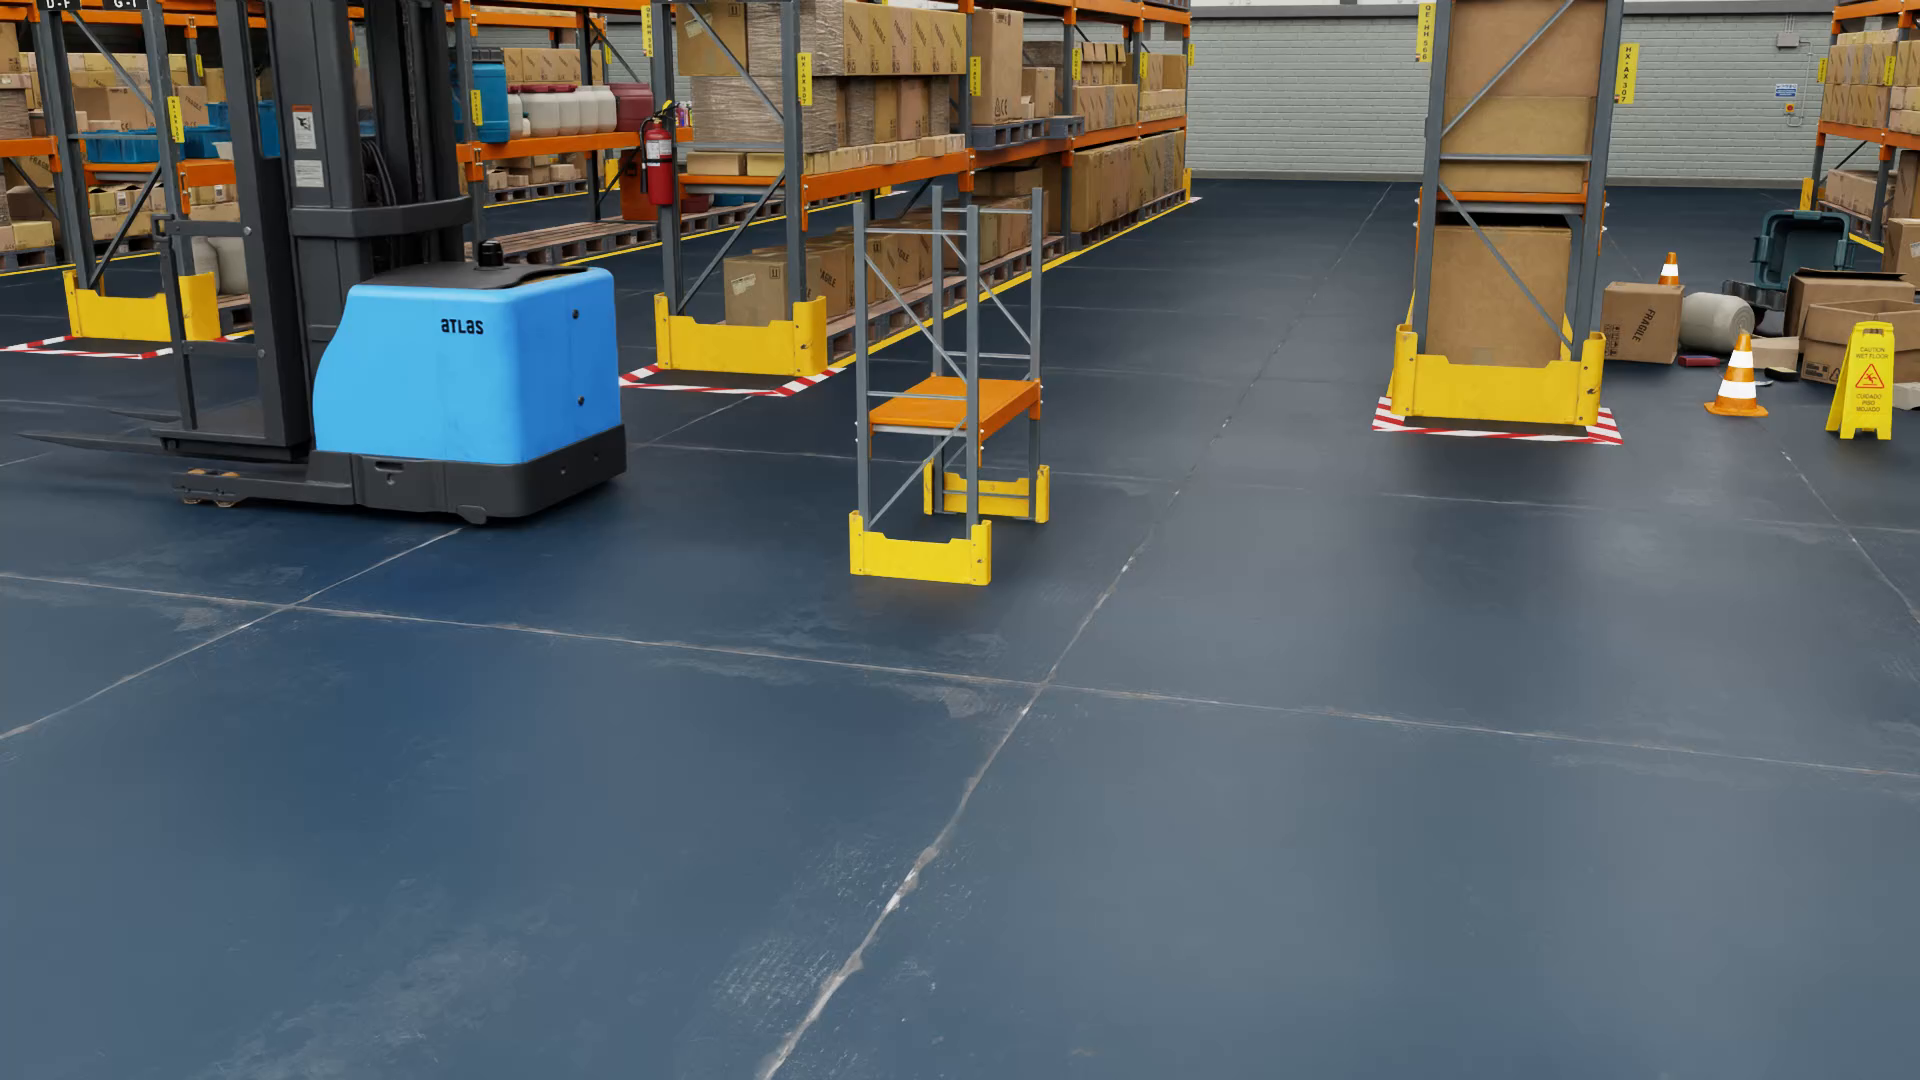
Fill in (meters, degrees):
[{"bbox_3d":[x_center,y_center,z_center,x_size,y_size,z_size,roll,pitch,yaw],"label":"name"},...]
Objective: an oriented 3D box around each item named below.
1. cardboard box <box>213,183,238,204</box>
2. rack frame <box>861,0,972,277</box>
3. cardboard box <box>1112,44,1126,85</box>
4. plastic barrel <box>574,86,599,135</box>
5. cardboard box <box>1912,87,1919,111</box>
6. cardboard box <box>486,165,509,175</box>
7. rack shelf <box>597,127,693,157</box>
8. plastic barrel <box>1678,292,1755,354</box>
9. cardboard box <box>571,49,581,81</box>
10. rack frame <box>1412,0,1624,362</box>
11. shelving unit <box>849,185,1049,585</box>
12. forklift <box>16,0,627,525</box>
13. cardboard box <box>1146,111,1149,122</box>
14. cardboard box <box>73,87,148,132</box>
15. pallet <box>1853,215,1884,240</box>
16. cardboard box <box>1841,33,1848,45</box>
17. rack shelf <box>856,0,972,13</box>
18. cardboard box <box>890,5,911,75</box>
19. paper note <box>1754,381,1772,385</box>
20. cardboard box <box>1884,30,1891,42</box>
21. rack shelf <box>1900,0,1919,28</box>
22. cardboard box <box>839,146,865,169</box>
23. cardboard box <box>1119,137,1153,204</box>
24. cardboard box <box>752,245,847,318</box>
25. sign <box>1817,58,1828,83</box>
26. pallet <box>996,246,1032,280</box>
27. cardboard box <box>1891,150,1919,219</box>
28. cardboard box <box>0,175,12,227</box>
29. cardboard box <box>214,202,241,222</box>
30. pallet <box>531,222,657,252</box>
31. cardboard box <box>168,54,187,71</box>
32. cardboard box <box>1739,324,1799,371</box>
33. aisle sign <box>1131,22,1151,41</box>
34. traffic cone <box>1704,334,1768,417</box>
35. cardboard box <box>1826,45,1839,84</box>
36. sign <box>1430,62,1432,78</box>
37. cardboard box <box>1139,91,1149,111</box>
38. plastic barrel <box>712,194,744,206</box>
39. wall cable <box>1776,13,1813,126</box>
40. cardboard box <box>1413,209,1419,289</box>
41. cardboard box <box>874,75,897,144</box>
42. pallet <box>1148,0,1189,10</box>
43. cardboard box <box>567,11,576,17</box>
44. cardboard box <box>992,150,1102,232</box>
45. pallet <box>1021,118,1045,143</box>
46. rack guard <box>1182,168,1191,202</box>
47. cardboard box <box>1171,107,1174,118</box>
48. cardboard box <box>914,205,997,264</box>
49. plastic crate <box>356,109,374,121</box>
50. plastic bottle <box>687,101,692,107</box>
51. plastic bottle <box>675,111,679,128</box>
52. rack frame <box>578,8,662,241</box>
[{"bbox_3d":[-8.953,-4.197,19.873,0.500,0.311,0.500,5,16,16],"label":"cardboard box"},{"bbox_3d":[-0.392,-3.657,14.726,1.000,3.000,0.127,5,16,16],"label":"rack frame"},{"bbox_3d":[1.708,-6.113,21.363,0.797,0.503,0.637,4,16,14],"label":"cardboard box"},{"bbox_3d":[-4.211,-4.746,18.359,0.421,0.512,0.421,0,16,0],"label":"plastic barrel"},{"bbox_3d":[10.697,-4.788,18.073,0.500,0.250,0.500,5,17,17],"label":"cardboard box"},{"bbox_3d":[-7.512,-5.805,26.419,0.500,0.311,0.500,5,16,16],"label":"cardboard box"},{"bbox_3d":[-3.436,-5.265,21.713,1.077,0.370,4.000,5,16,16],"label":"rack shelf"},{"bbox_3d":[5.483,-1.591,12.163,0.421,0.421,0.512,-10,19,-32],"label":"plastic barrel"},{"bbox_3d":[-6.484,-7.825,27.405,0.500,0.500,0.500,5,17,17],"label":"cardboard box"},{"bbox_3d":[3.198,-2.200,9.587,1.000,3.000,0.127,5,16,16],"label":"rack frame"},{"bbox_3d":[-0.022,-0.702,7.054,0.587,1.500,1.083,5,16,16],"label":"shelving unit"},{"bbox_3d":[-3.234,-1.694,7.931,3.031,2.935,1.130,5,17,17],"label":"forklift"},{"bbox_3d":[2.359,-5.750,22.564,0.380,0.149,0.250,4,16,14],"label":"cardboard box"},{"bbox_3d":[-9.505,-4.812,18.614,0.500,0.500,0.500,6,17,20],"label":"cardboard box"},{"bbox_3d":[11.674,-3.833,20.456,1.003,0.211,1.213,5,16,16],"label":"pallet"},{"bbox_3d":[11.963,-6.665,22.126,0.380,0.149,0.250,5,17,18],"label":"cardboard box"},{"bbox_3d":[-0.961,-4.231,12.570,1.077,0.370,4.000,5,16,16],"label":"rack shelf"},{"bbox_3d":[-0.686,-3.798,12.663,0.500,0.500,0.500,5,16,16],"label":"cardboard box"},{"bbox_3d":[5.259,-1.038,10.937,0.144,0.017,0.142,11,19,35],"label":"paper note"},{"bbox_3d":[11.479,-6.121,20.208,0.380,0.149,0.250,4,16,15],"label":"cardboard box"},{"bbox_3d":[10.814,-5.555,17.240,1.077,0.370,4.000,5,16,16],"label":"rack shelf"},{"bbox_3d":[-0.916,-2.806,12.186,0.380,0.149,0.250,5,16,16],"label":"cardboard box"},{"bbox_3d":[2.146,-5.097,22.925,0.875,0.875,0.875,5,16,16],"label":"cardboard box"},{"bbox_3d":[-1.198,-1.931,12.453,0.500,0.500,0.500,10,18,30],"label":"cardboard box"},{"bbox_3d":[11.989,-6.527,23.114,0.100,0.325,0.005,5,16,16],"label":"sign"},{"bbox_3d":[0.172,-2.840,16.954,1.003,0.211,1.213,5,16,16],"label":"pallet"},{"bbox_3d":[11.283,-3.993,19.035,0.875,0.875,0.875,5,17,18],"label":"cardboard box"},{"bbox_3d":[-9.964,-3.398,16.708,0.500,0.500,0.500,5,16,16],"label":"cardboard box"},{"bbox_3d":[-8.957,-3.929,19.954,0.500,0.250,0.500,5,17,17],"label":"cardboard box"},{"bbox_3d":[-4.262,-3.547,19.447,1.003,0.211,1.213,5,16,16],"label":"pallet"},{"bbox_3d":[-12.254,-7.322,25.508,0.500,0.250,0.500,5,17,17],"label":"cardboard box"},{"bbox_3d":[5.612,-1.338,11.561,0.396,0.266,0.258,8,18,25],"label":"cardboard box"},{"bbox_3d":[2.751,-8.089,25.589,0.394,0.787,0.004,5,16,16],"label":"aisle sign"},{"bbox_3d":[4.710,-1.008,10.035,0.336,0.463,0.334,5,16,16],"label":"traffic cone"},{"bbox_3d":[12.110,-6.454,22.571,0.500,0.500,0.500,4,16,15],"label":"cardboard box"},{"bbox_3d":[3.812,-3.805,13.269,0.100,0.325,0.005,5,16,16],"label":"sign"},{"bbox_3d":[2.266,-5.924,22.447,0.500,0.250,0.500,4,16,15],"label":"cardboard box"},{"bbox_3d":[-3.240,-5.001,22.538,0.600,0.901,0.708,5,16,16],"label":"plastic barrel"},{"bbox_3d":[14.099,-8.009,28.150,0.585,1.953,0.123,5,16,16],"label":"wall cable"},{"bbox_3d":[4.425,-2.535,14.124,1.050,0.750,0.750,5,16,16],"label":"cardboard box"},{"bbox_3d":[-0.982,-3.341,12.884,0.875,0.500,0.500,5,16,16],"label":"cardboard box"},{"bbox_3d":[2.817,-8.002,24.711,1.003,0.211,1.213,5,16,16],"label":"pallet"},{"bbox_3d":[-6.525,-8.652,27.114,0.500,0.250,0.500,5,16,16],"label":"cardboard box"},{"bbox_3d":[0.961,-4.063,19.279,1.225,0.875,0.875,4,16,13],"label":"cardboard box"},{"bbox_3d":[0.221,-4.090,16.605,1.003,0.211,1.213,5,16,16],"label":"pallet"},{"bbox_3d":[3.025,-5.600,26.158,1.175,0.500,0.348,5,16,16],"label":"rack guard"},{"bbox_3d":[2.944,-6.290,24.468,0.380,0.149,0.250,4,16,15],"label":"cardboard box"},{"bbox_3d":[-0.043,-2.949,16.003,0.700,0.500,0.500,5,16,16],"label":"cardboard box"},{"bbox_3d":[-5.412,-3.884,15.641,0.767,0.338,0.504,5,16,16],"label":"plastic crate"},{"bbox_3d":[-3.627,-5.741,22.300,0.152,0.276,0.135,5,16,16],"label":"plastic bottle"},{"bbox_3d":[-3.484,-5.134,20.297,0.097,0.201,0.097,0,16,0],"label":"plastic bottle"},{"bbox_3d":[-4.004,-5.088,19.770,1.000,3.000,0.127,5,16,16],"label":"rack frame"}]
